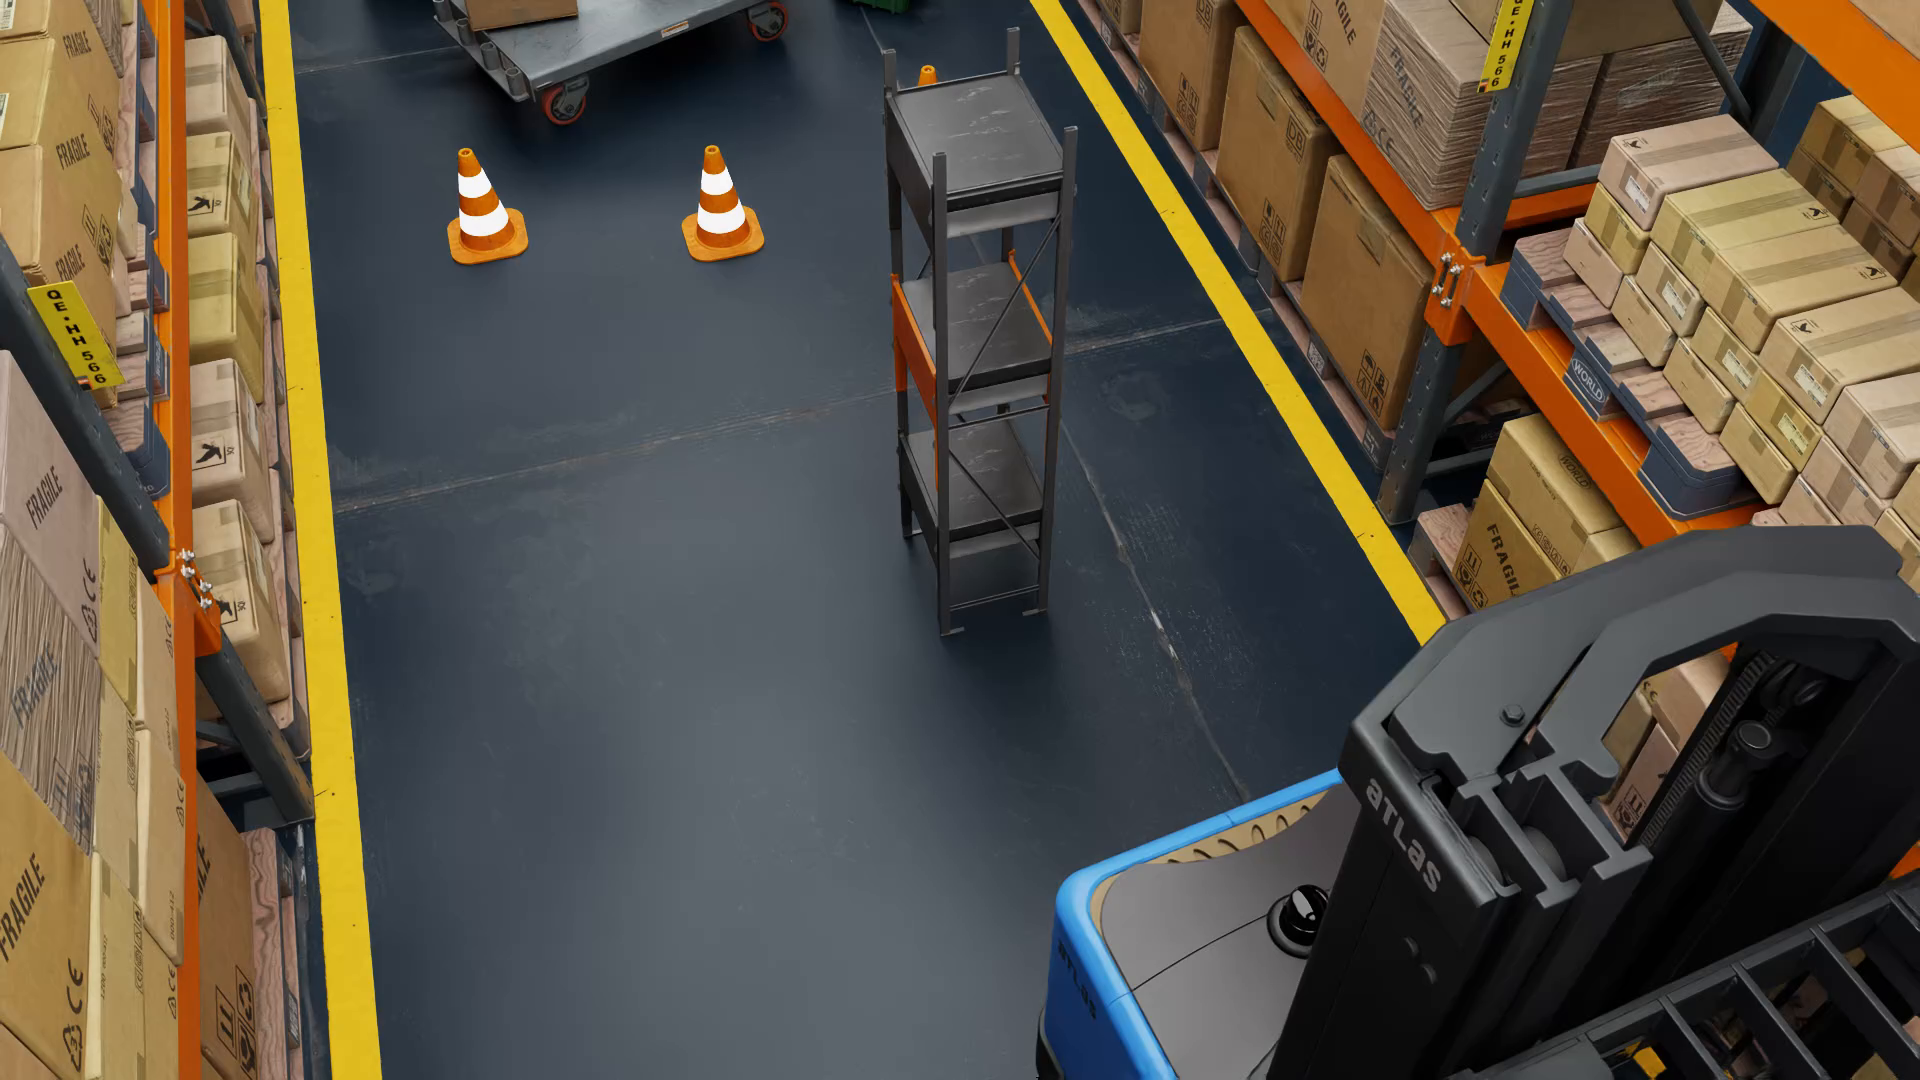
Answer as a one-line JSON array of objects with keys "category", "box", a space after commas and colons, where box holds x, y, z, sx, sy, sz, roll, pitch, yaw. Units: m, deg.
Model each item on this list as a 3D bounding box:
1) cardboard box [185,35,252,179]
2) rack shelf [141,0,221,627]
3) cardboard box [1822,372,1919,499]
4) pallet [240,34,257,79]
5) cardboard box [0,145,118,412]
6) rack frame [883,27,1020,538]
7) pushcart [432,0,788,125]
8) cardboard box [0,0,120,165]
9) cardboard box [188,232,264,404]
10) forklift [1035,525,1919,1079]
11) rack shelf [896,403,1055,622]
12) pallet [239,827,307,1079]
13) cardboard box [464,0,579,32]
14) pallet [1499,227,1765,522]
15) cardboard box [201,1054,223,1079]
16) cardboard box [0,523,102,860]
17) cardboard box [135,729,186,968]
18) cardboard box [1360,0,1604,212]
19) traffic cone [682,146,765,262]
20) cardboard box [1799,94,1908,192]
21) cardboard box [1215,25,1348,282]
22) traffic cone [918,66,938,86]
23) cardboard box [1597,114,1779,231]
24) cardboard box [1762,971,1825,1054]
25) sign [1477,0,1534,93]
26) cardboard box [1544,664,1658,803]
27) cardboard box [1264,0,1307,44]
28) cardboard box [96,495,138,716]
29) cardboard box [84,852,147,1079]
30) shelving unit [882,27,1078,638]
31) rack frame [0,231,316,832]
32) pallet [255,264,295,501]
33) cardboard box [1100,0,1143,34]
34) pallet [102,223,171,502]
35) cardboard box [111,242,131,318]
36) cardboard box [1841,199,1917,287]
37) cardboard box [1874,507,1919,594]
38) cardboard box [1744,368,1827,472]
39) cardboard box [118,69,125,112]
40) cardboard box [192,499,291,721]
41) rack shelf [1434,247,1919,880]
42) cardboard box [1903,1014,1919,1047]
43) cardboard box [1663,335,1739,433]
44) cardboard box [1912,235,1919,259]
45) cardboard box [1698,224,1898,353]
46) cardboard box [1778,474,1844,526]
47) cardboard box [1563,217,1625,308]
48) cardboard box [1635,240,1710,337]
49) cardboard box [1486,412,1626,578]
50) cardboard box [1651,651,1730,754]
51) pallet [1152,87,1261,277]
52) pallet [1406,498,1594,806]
[{"category": "cardboard box", "box": [-3.641, -1.805, 7.254, 0.950, 0.372, 0.625, -13, 51, -11]}, {"category": "rack shelf", "box": [-3.207, -1.207, 5.776, 1.077, 0.370, 4.000, -13, 51, -11]}, {"category": "cardboard box", "box": [2.344, -0.269, 4.016, 0.380, 0.149, 0.250, -11, 51, -9]}, {"category": "pallet", "box": [-4.031, -2.483, 8.205, 1.003, 0.211, 1.213, -13, 51, -11]}, {"category": "cardboard box", "box": [-2.528, -0.622, 4.278, 0.500, 0.500, 0.500, -15, 51, -12]}, {"category": "rack frame", "box": [-0.023, -0.734, 5.496, 0.400, 2.100, 0.015, -13, 51, -11]}, {"category": "pushcart", "box": [-1.636, -2.606, 8.200, 1.648, 0.377, 0.936, -30, 56, -23]}, {"category": "cardboard box", "box": [-2.852, -1.388, 4.923, 0.500, 0.500, 0.500, -13, 51, -10]}, {"category": "cardboard box", "box": [-3.218, -0.774, 6.384, 0.950, 0.372, 0.625, -12, 51, -10]}, {"category": "forklift", "box": [1.273, 1.484, 3.082, 1.130, 2.935, 3.031, -18, 52, -15]}, {"category": "rack shelf", "box": [0.049, -0.096, 5.891, 0.431, 0.518, 0.480, -13, 51, -11]}, {"category": "pallet", "box": [-2.455, 1.514, 4.836, 1.003, 0.211, 1.213, -13, 51, -11]}, {"category": "cardboard box", "box": [-2.107, -2.762, 7.756, 0.500, 0.500, 0.500, -13, 51, -11]}, {"category": "pallet", "box": [2.395, -0.613, 4.930, 1.213, 0.211, 1.003, -13, 51, -11]}, {"category": "cardboard box", "box": [-2.231, 1.747, 3.930, 0.875, 0.875, 0.875, -13, 51, -11]}, {"category": "cardboard box", "box": [-2.054, 0.359, 3.266, 0.500, 0.500, 0.500, -13, 51, -10]}, {"category": "cardboard box", "box": [-2.052, 0.751, 3.753, 0.500, 0.250, 0.500, -12, 51, -10]}, {"category": "cardboard box", "box": [1.693, -1.471, 5.463, 0.500, 0.500, 0.500, -13, 51, -11]}, {"category": "traffic cone", "box": [-1.054, -1.507, 7.218, 0.336, 0.463, 0.334, -13, 51, -11]}, {"category": "cardboard box", "box": [2.666, -1.163, 4.769, 0.380, 0.149, 0.250, -15, 52, -12]}, {"category": "cardboard box", "box": [1.727, -1.684, 6.905, 1.050, 0.750, 0.750, -13, 51, -10]}, {"category": "traffic cone", "box": [-0.146, -1.954, 7.594, 0.336, 0.463, 0.334, -13, 51, -11]}, {"category": "cardboard box", "box": [2.036, -1.033, 4.659, 0.380, 0.149, 0.250, -13, 51, -11]}, {"category": "cardboard box", "box": [2.507, 1.187, 4.648, 0.500, 0.500, 0.500, -14, 51, -12]}, {"category": "sign", "box": [1.554, -1.416, 4.725, 0.100, 0.325, 0.005, -13, 51, -11]}, {"category": "cardboard box", "box": [2.200, 0.440, 5.277, 0.500, 0.500, 0.500, -13, 51, -11]}, {"category": "cardboard box", "box": [1.399, -2.201, 6.078, 0.500, 0.500, 0.500, -14, 51, -12]}, {"category": "cardboard box", "box": [-2.230, 0.206, 3.886, 0.500, 0.250, 0.500, -13, 51, -11]}, {"category": "cardboard box", "box": [-1.904, 0.949, 3.260, 0.500, 0.250, 0.500, -15, 51, -12]}, {"category": "shelving unit", "box": [0.049, -0.556, 5.345, 0.431, 2.100, 0.503, -13, 51, -11]}, {"category": "rack frame", "box": [-2.616, 0.022, 4.269, 1.000, 3.000, 0.127, -13, 51, -11]}, {"category": "pallet", "box": [-3.203, -0.540, 6.567, 1.003, 0.211, 1.213, -13, 51, -11]}, {"category": "cardboard box", "box": [1.169, -3.070, 8.073, 1.050, 0.750, 0.750, -14, 51, -11]}, {"category": "pallet", "box": [-2.929, -0.413, 4.761, 1.213, 0.211, 1.003, -13, 51, -11]}, {"category": "cardboard box", "box": [-2.623, -0.736, 4.798, 0.380, 0.149, 0.250, -16, 52, -13]}, {"category": "cardboard box", "box": [2.744, -0.869, 4.716, 0.380, 0.149, 0.250, -12, 51, -10]}, {"category": "cardboard box", "box": [2.416, 0.017, 3.968, 0.380, 0.149, 0.250, -14, 51, -11]}, {"category": "cardboard box", "box": [2.273, -0.347, 4.276, 0.380, 0.149, 0.250, -13, 51, -11]}, {"category": "cardboard box", "box": [-2.966, -1.503, 5.445, 0.380, 0.149, 0.250, -12, 51, -10]}, {"category": "cardboard box", "box": [-2.774, 0.319, 5.463, 0.950, 0.372, 0.625, -16, 52, -13]}, {"category": "rack shelf", "box": [2.674, 0.522, 4.319, 1.077, 0.370, 4.000, -13, 51, -11]}, {"category": "cardboard box", "box": [2.665, 1.314, 4.050, 0.500, 0.250, 0.500, -11, 51, -9]}, {"category": "cardboard box", "box": [2.182, -0.460, 4.566, 0.380, 0.149, 0.250, -11, 51, -9]}, {"category": "cardboard box", "box": [2.815, -0.788, 4.453, 0.380, 0.149, 0.250, -12, 51, -10]}, {"category": "cardboard box", "box": [2.185, -0.660, 4.345, 0.380, 0.149, 0.250, -14, 51, -11]}, {"category": "cardboard box", "box": [2.344, -0.069, 4.236, 0.380, 0.149, 0.250, -12, 51, -10]}, {"category": "cardboard box", "box": [2.022, -0.853, 4.897, 0.380, 0.149, 0.250, -14, 51, -11]}, {"category": "cardboard box", "box": [2.116, -0.725, 4.594, 0.380, 0.149, 0.250, -11, 51, -9]}, {"category": "cardboard box", "box": [2.055, -0.184, 5.313, 0.500, 0.250, 0.500, -15, 52, -13]}, {"category": "cardboard box", "box": [2.339, 0.551, 4.694, 0.500, 0.250, 0.500, -13, 51, -11]}, {"category": "pallet", "box": [1.564, -1.754, 7.591, 1.003, 0.211, 1.213, -13, 51, -11]}, {"category": "pallet", "box": [2.312, 0.299, 5.860, 1.003, 0.211, 1.213, -13, 51, -11]}]
